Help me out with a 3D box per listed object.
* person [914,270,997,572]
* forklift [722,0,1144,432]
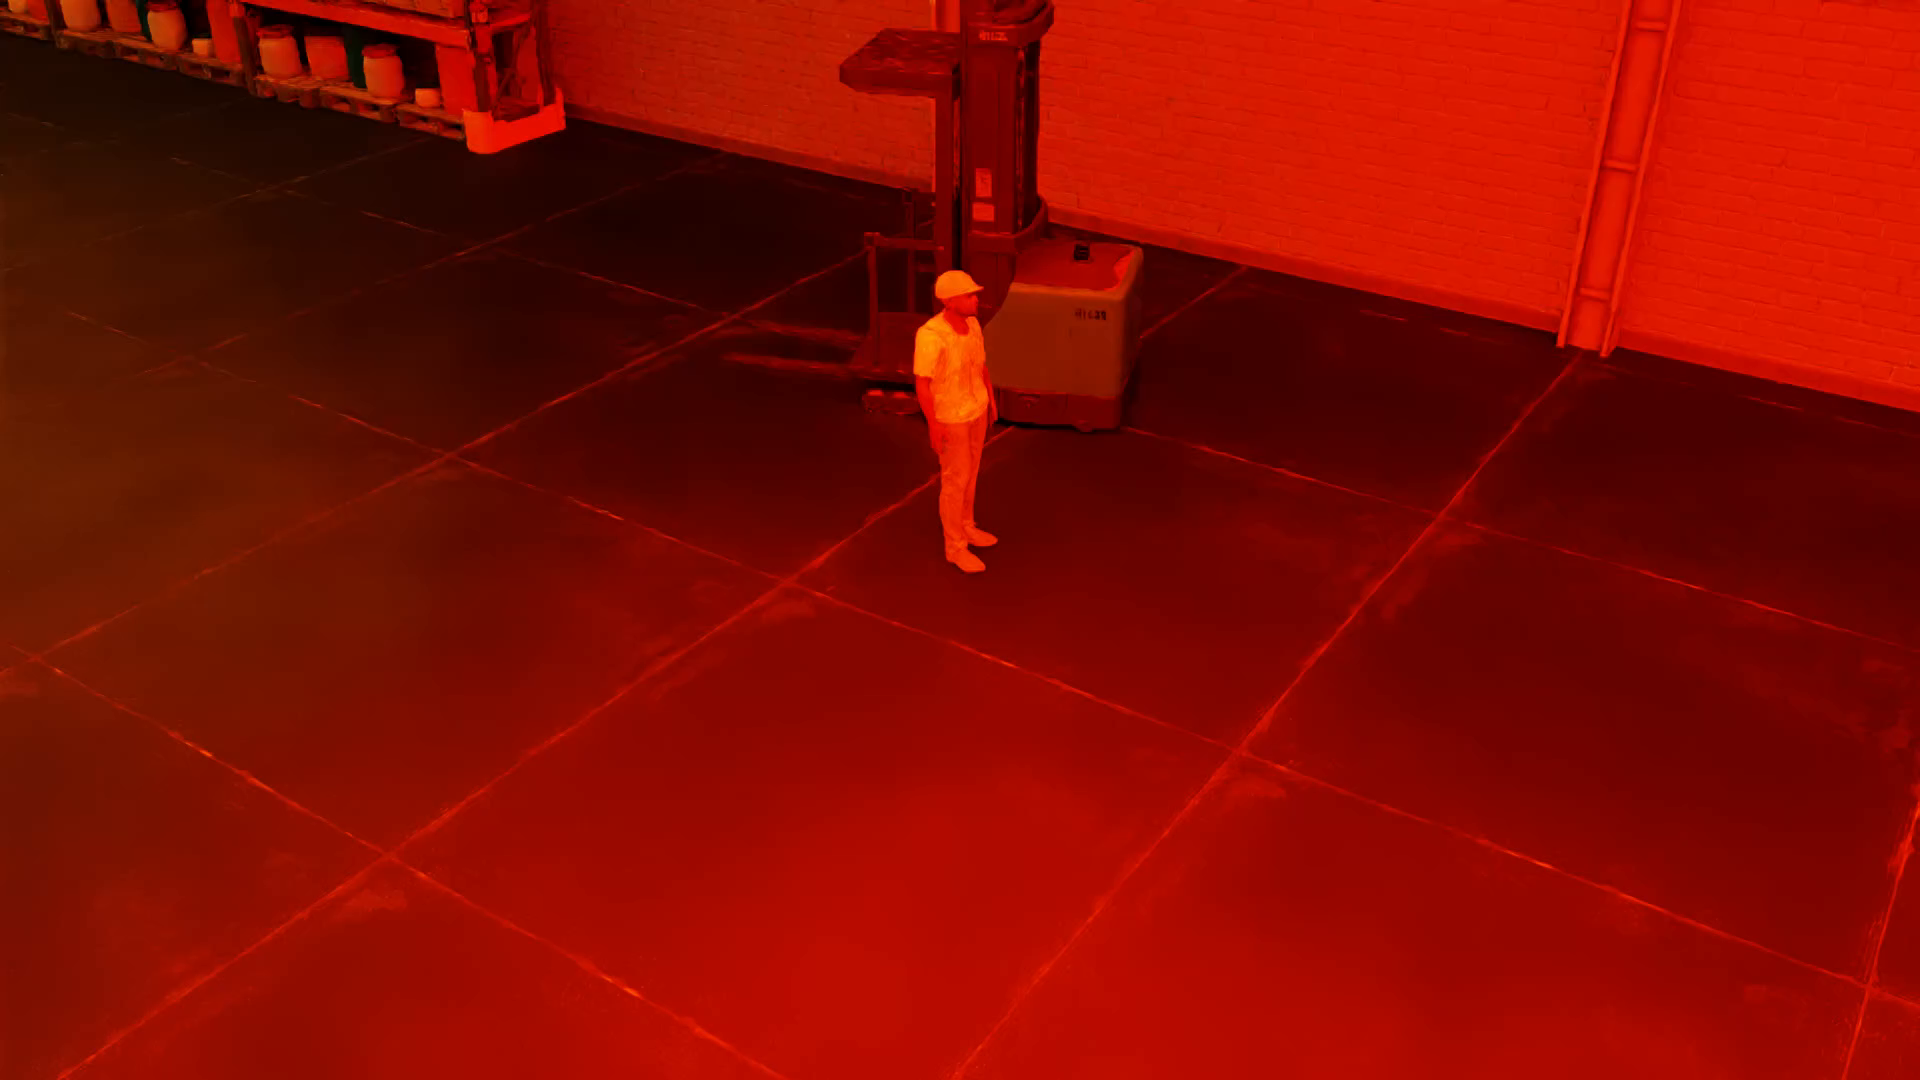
[{"bbox_3d":[0.055,-0.748,10.015,0.576,1.766,0.665,19,35,29],"label":"person"},{"bbox_3d":[-0.229,-2.417,11.743,3.031,2.935,1.130,7,31,12],"label":"forklift"}]
